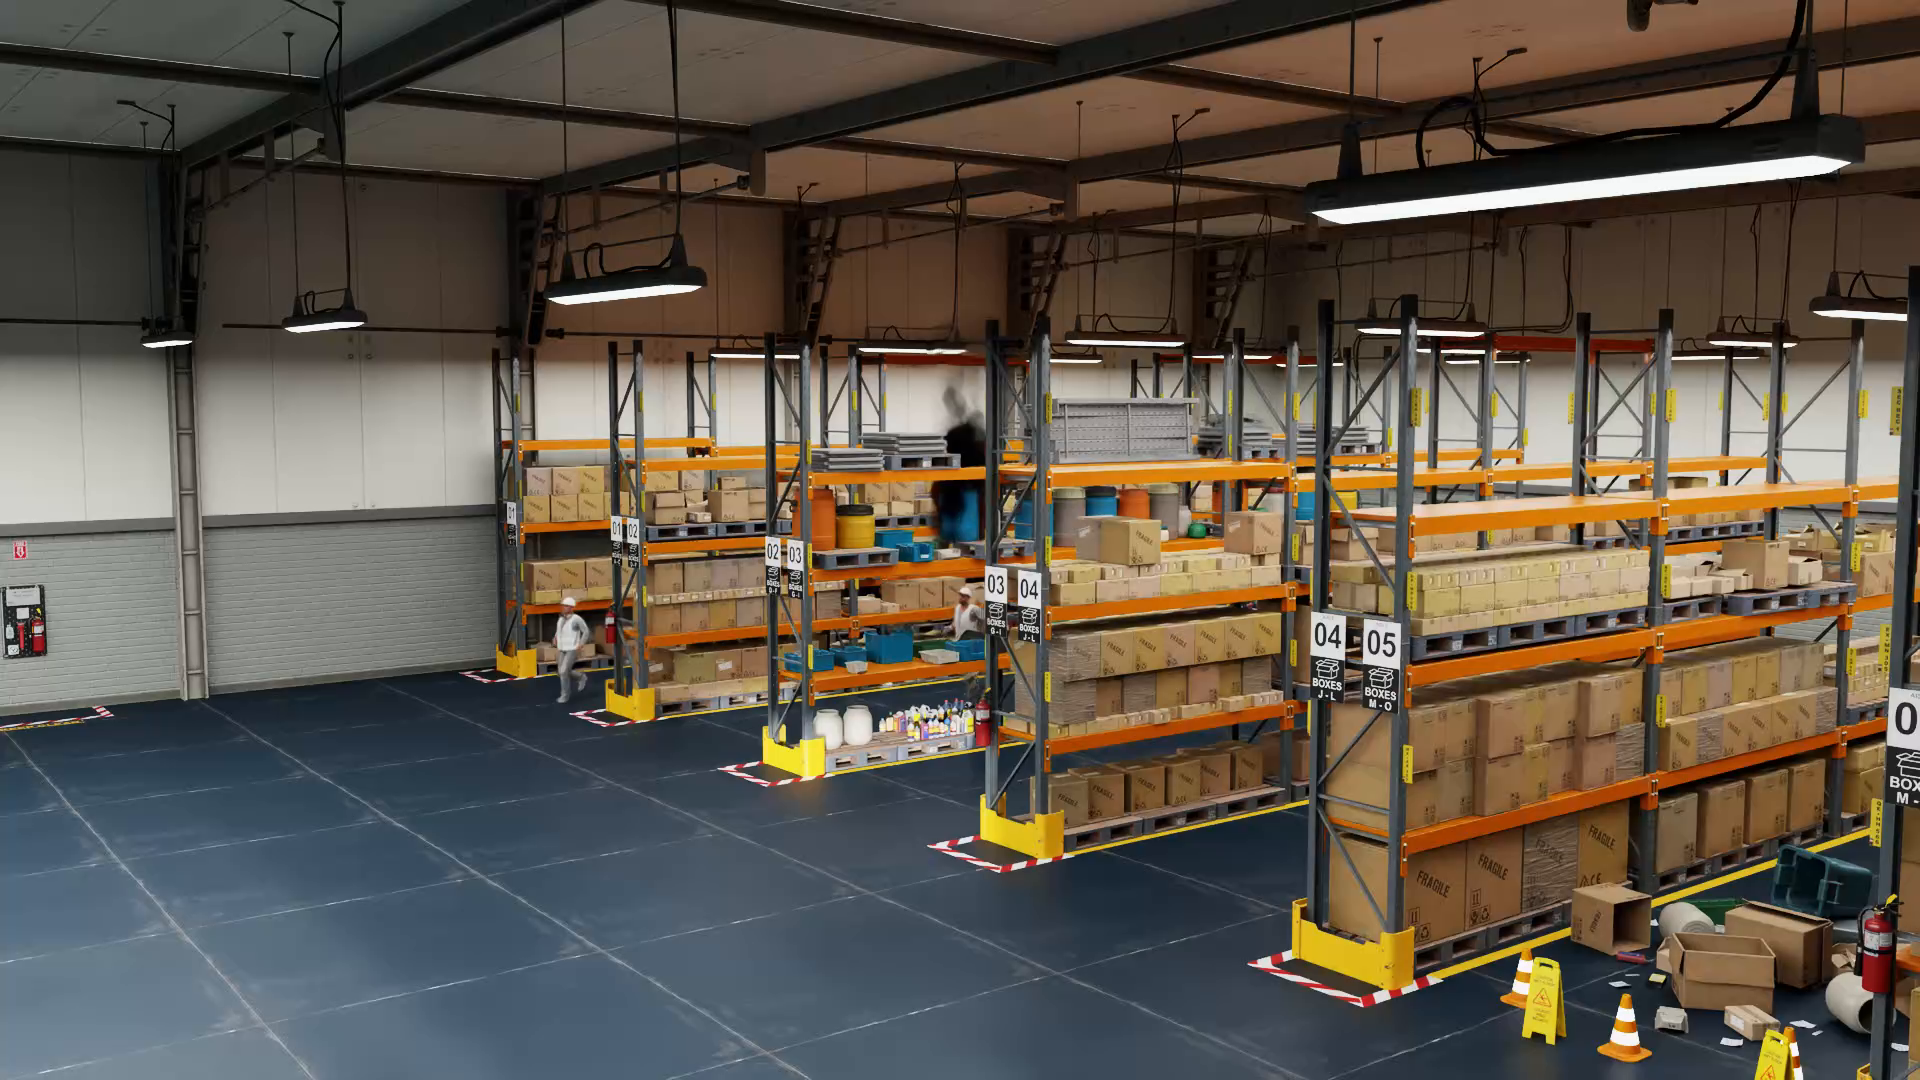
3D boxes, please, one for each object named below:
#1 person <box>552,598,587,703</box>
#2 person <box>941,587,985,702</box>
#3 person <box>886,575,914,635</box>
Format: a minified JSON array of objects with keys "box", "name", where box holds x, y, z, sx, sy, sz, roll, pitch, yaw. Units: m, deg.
[{"box":[-6.594,1.848,28.075,0.689,1.746,0.639,4,6,36],"name":"person"},{"box":[0.025,1.670,26.658,0.683,1.843,0.643,-4,6,-39],"name":"person"},{"box":[-1.162,1.415,32.985,0.648,1.789,0.851,4,6,39],"name":"person"}]
